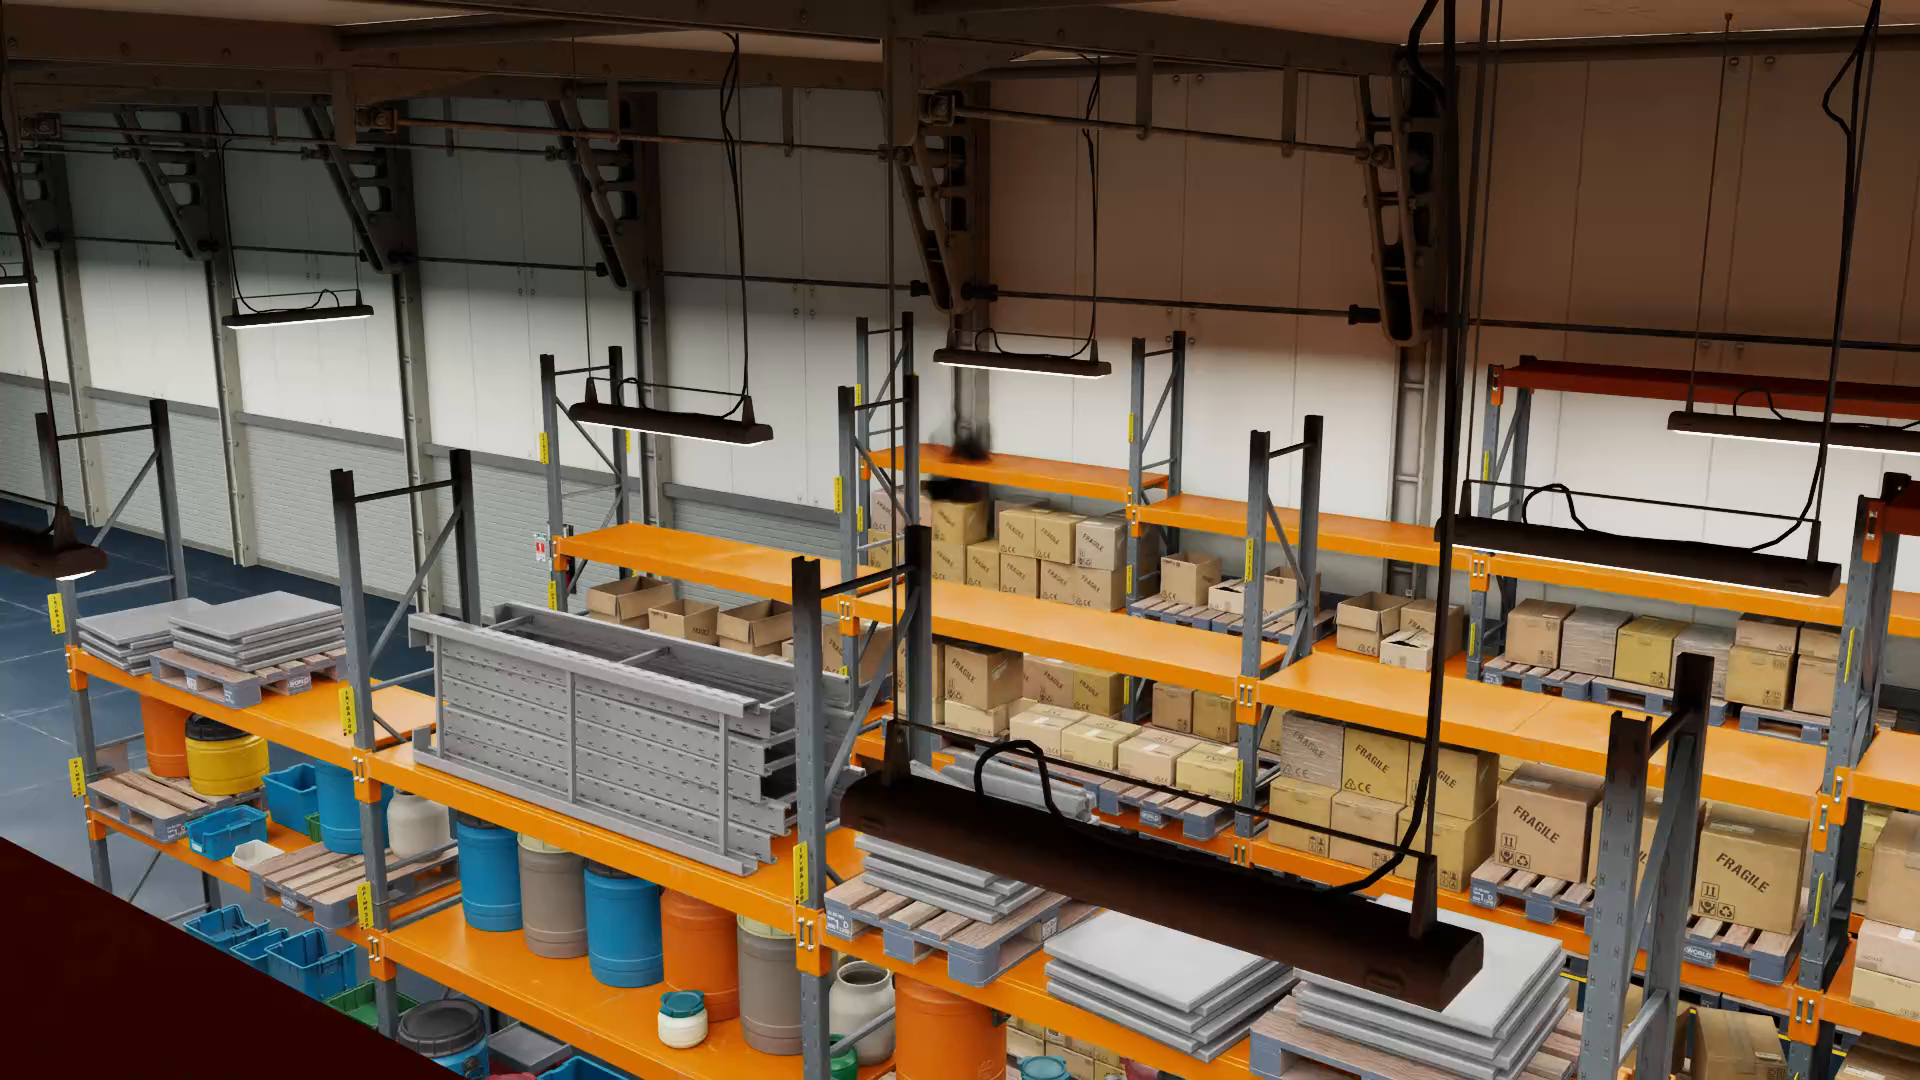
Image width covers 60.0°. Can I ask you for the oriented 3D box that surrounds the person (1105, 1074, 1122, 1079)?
[{"bbox_3d":[1.049,4.567,11.877,0.576,1.648,0.589,7,15,28],"label":"person"}]
